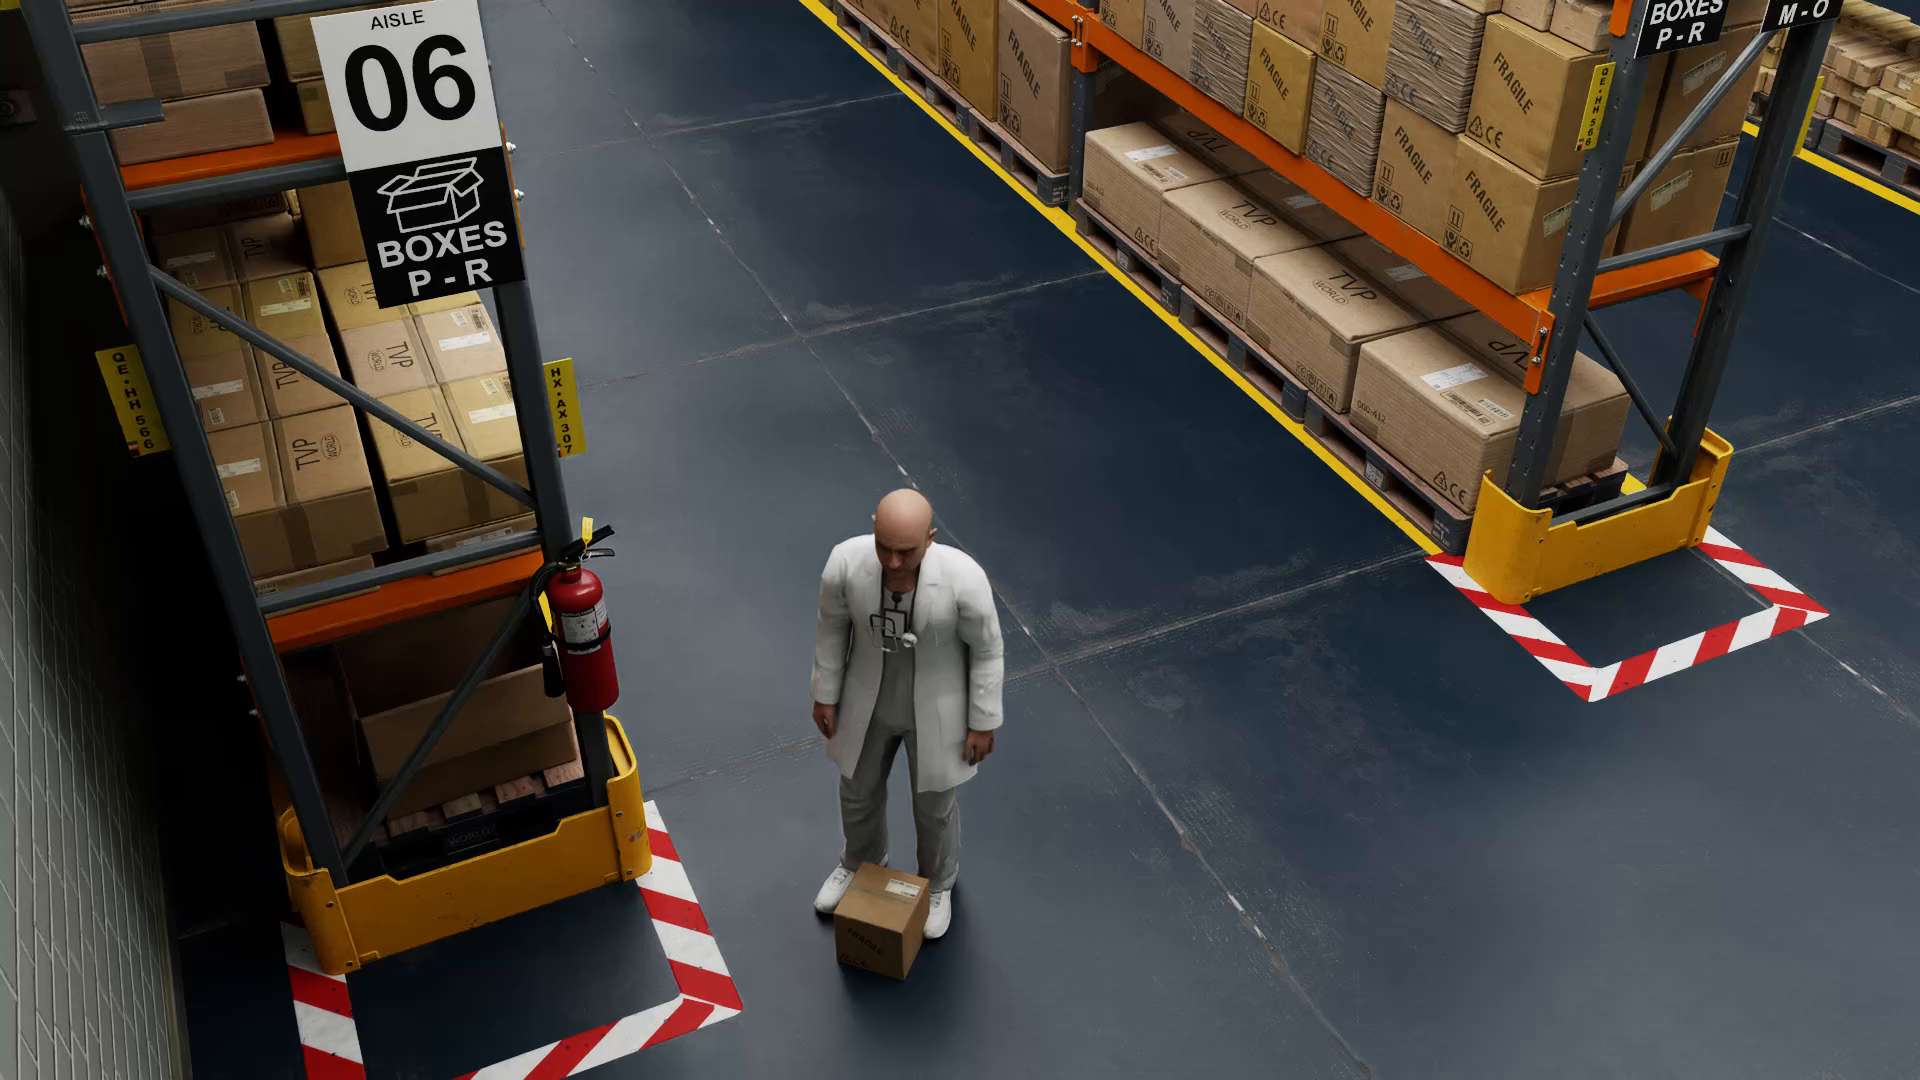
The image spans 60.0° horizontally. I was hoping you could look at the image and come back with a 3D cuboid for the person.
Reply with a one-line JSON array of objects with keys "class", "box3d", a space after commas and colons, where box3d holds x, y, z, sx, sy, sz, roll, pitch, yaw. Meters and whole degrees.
[{"class": "person", "box3d": [-0.177, 0.553, 5.423, 0.653, 1.774, 0.424, 9, 38, 12]}]
